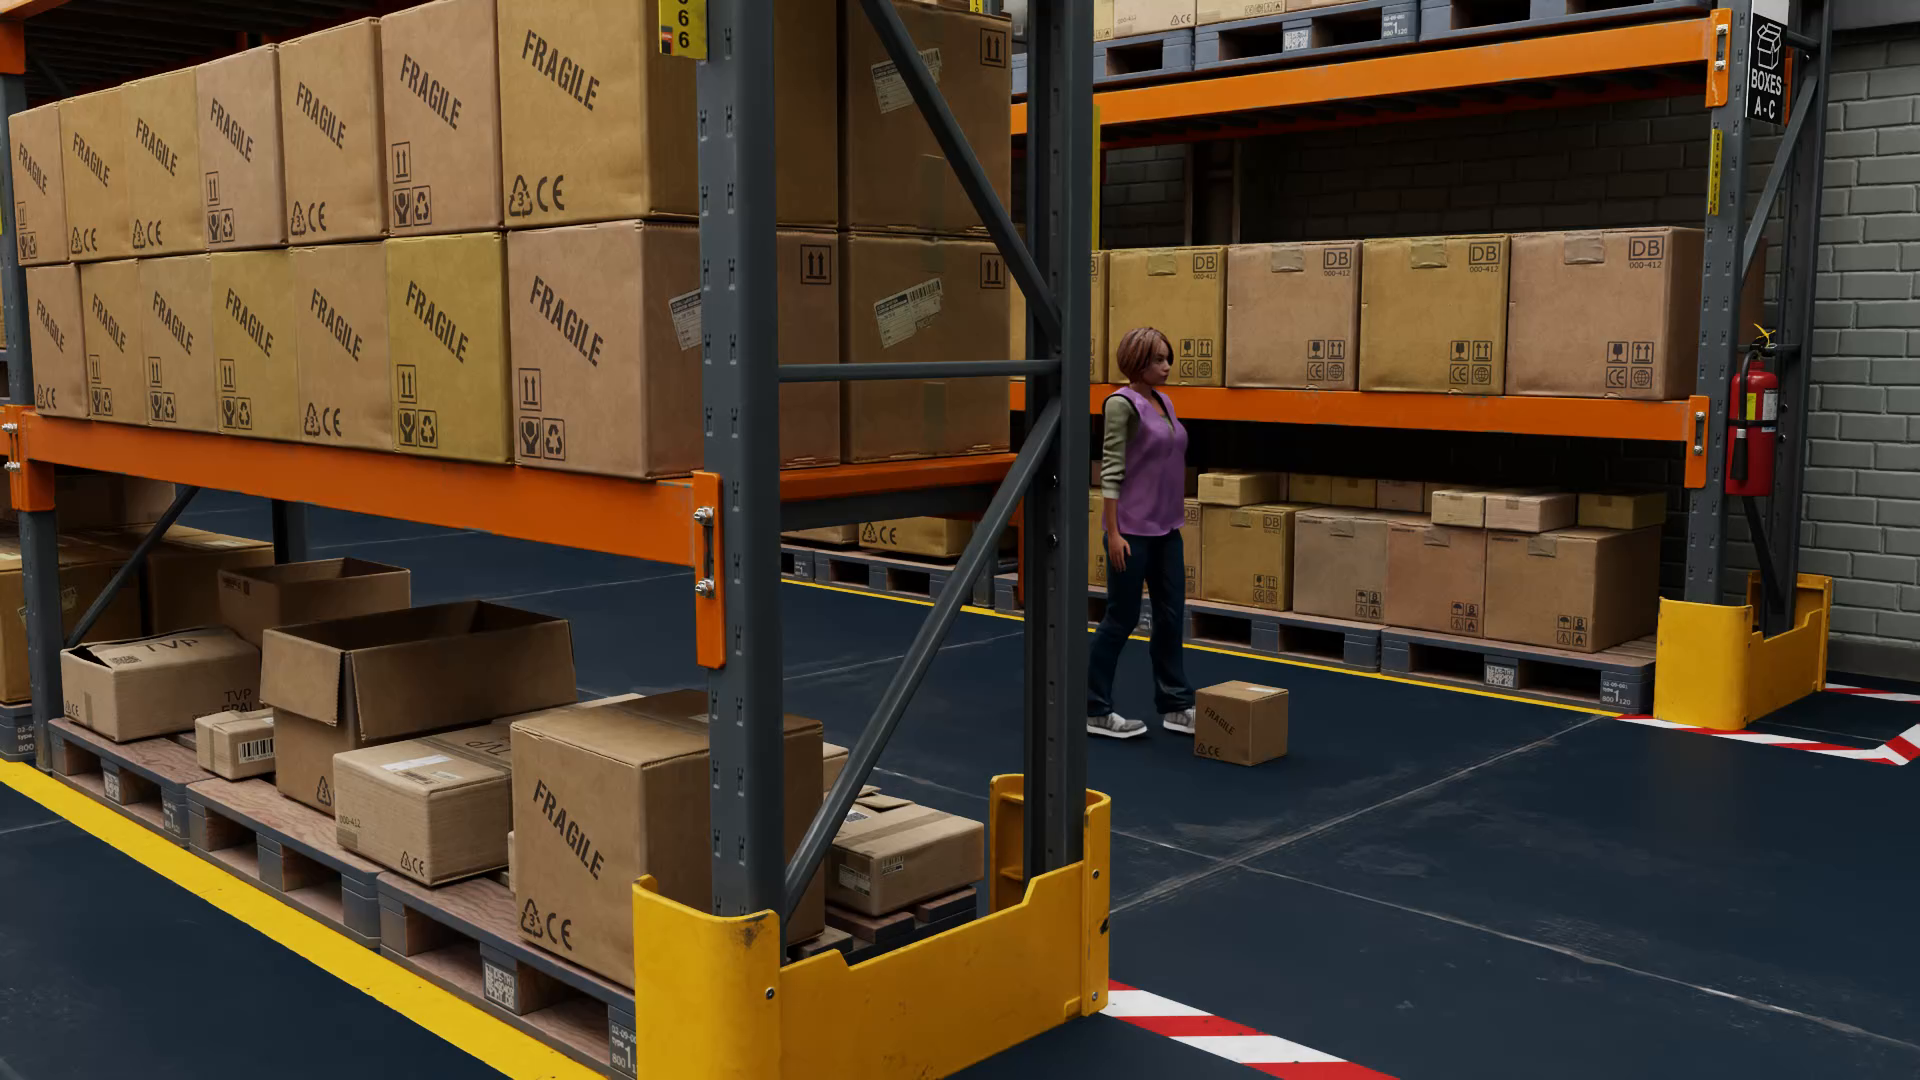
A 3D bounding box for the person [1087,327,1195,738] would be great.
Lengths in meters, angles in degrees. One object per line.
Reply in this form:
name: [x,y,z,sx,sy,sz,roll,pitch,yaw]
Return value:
person: [0.753,-0.021,6.454,0.528,1.601,0.433,6,9,37]
